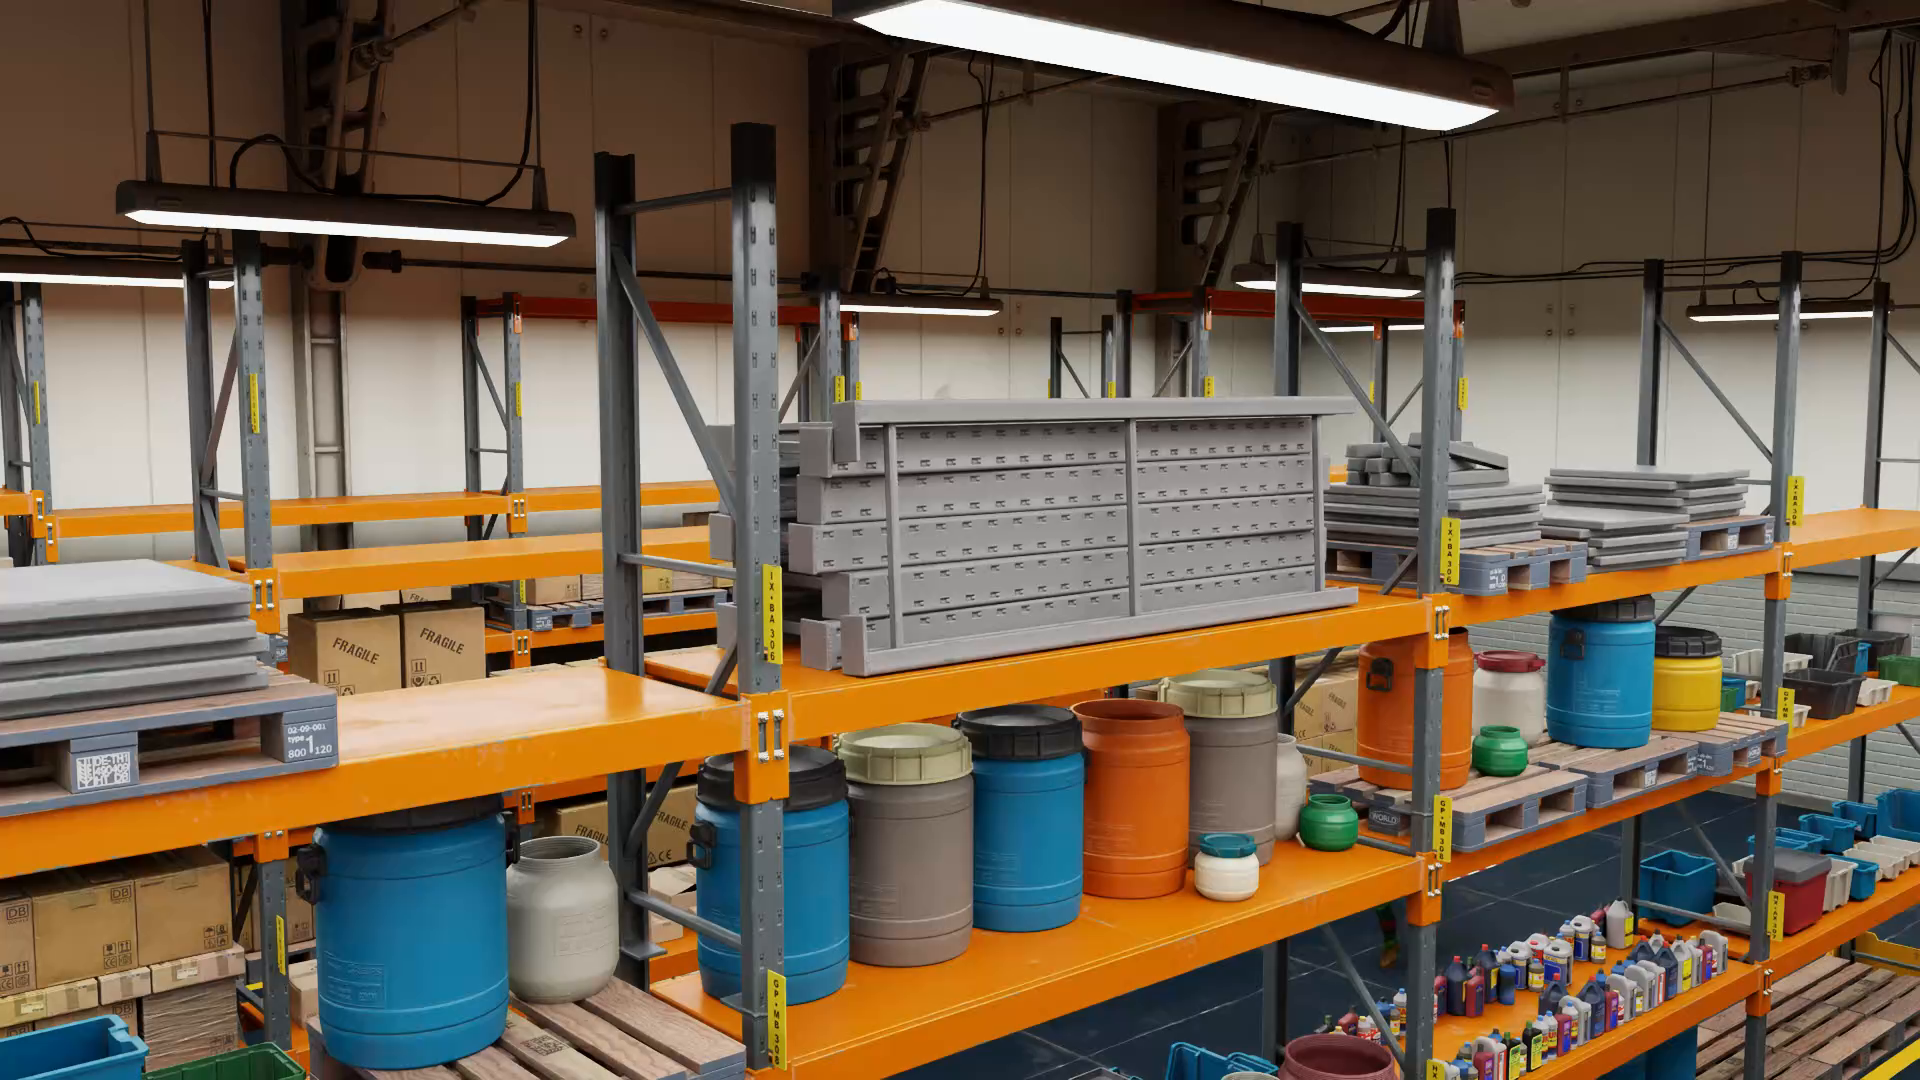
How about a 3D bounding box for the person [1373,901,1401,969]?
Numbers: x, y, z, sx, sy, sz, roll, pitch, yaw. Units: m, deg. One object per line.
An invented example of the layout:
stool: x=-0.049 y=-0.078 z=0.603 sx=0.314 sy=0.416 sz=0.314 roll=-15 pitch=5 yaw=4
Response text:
person: x=3.927 y=2.891 z=14.672 sx=0.744 sy=1.824 sz=0.647 roll=-5 pitch=8 yaw=-44
